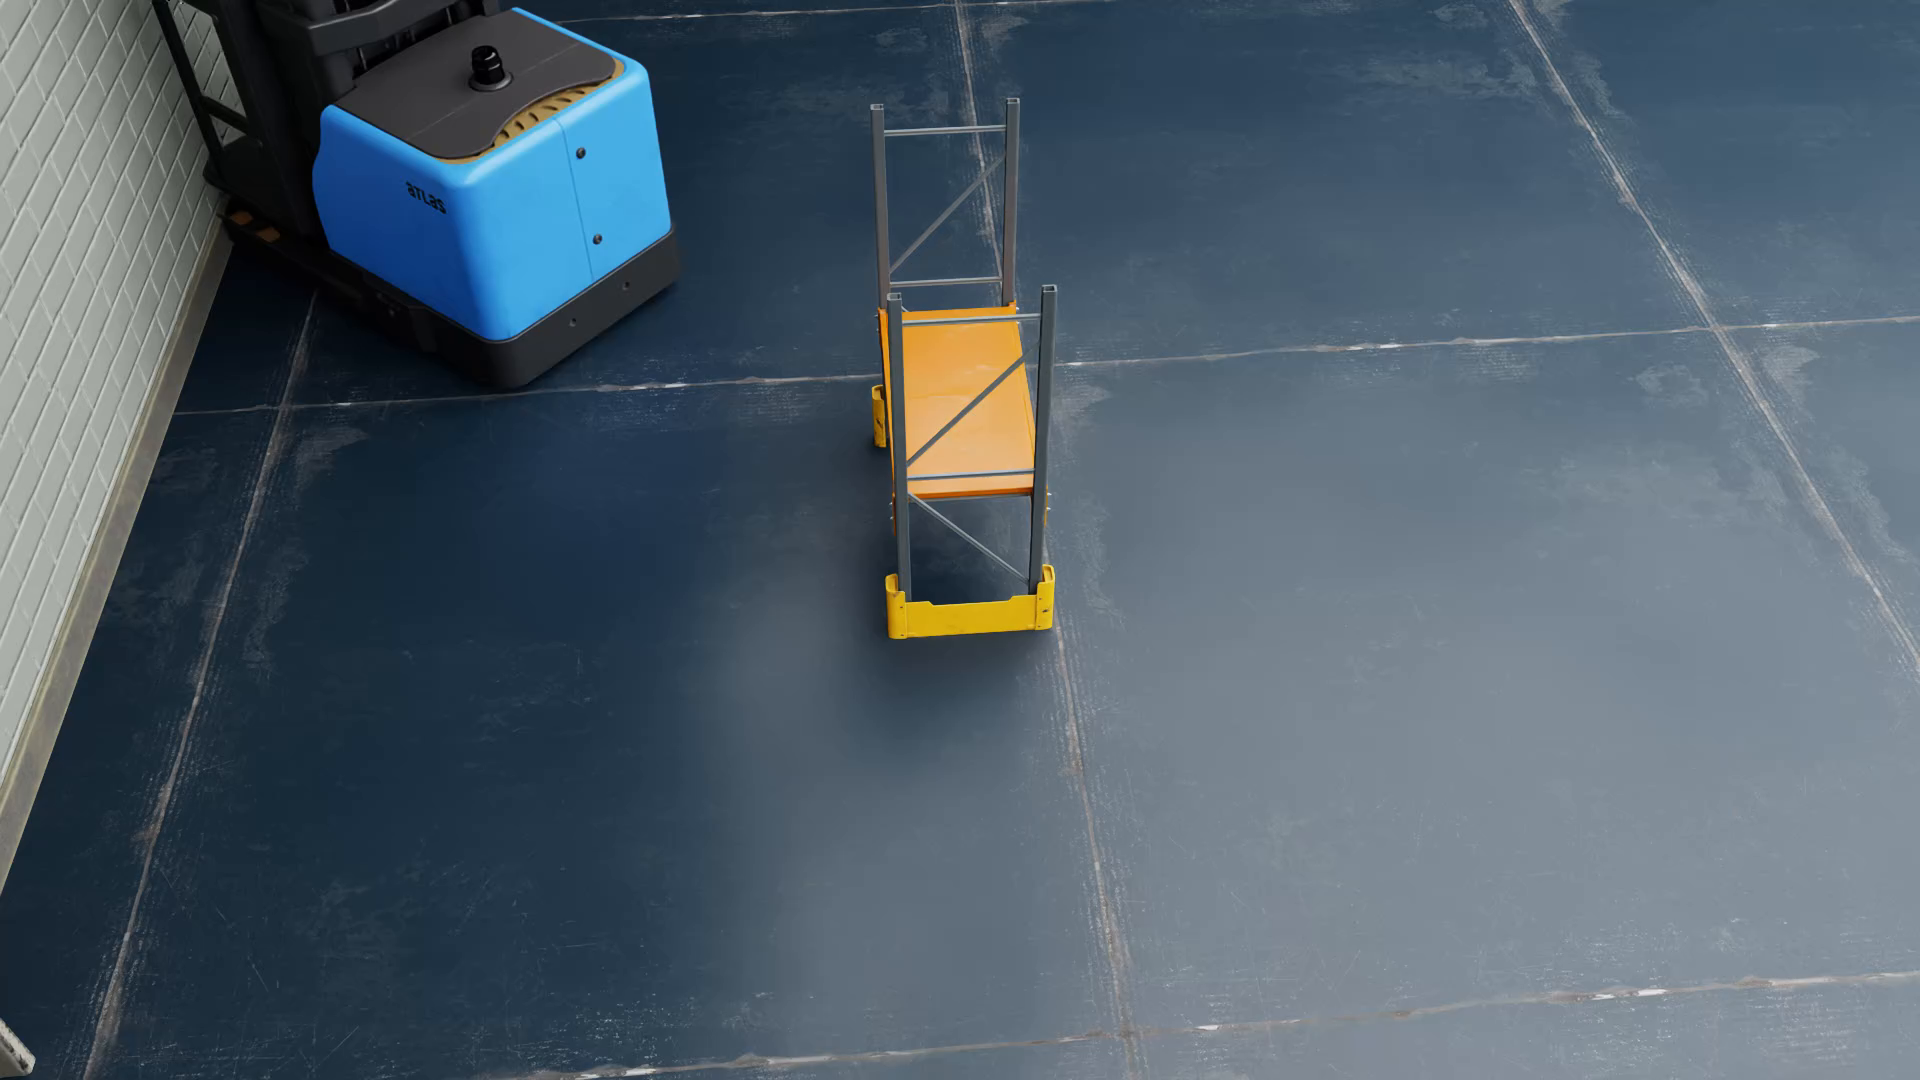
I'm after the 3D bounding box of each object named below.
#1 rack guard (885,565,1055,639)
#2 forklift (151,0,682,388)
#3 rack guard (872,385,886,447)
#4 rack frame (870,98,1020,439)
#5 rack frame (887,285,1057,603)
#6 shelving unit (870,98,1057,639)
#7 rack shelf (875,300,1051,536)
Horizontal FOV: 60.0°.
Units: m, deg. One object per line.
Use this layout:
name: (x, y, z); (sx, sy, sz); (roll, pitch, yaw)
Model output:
rack guard: (0.035, 0.219, 5.870); (0.587, 0.250, 0.087); (-3, 47, -3)
forklift: (-2.692, -2.512, 6.611); (3.031, 2.935, 1.130); (29, 53, 25)
rack guard: (-0.048, -0.501, 6.553); (0.587, 0.250, 0.087); (-3, 47, -3)
rack frame: (-0.050, -0.945, 6.112); (0.500, 1.500, 0.032); (-3, 47, -3)
rack frame: (0.035, -0.210, 5.416); (0.500, 1.500, 0.032); (-3, 47, -3)
shelving unit: (-0.006, -0.571, 5.758); (0.587, 1.500, 1.083); (-3, 47, -3)
rack shelf: (-0.007, -0.454, 5.895); (0.538, 0.185, 1.000); (-3, 47, -3)
